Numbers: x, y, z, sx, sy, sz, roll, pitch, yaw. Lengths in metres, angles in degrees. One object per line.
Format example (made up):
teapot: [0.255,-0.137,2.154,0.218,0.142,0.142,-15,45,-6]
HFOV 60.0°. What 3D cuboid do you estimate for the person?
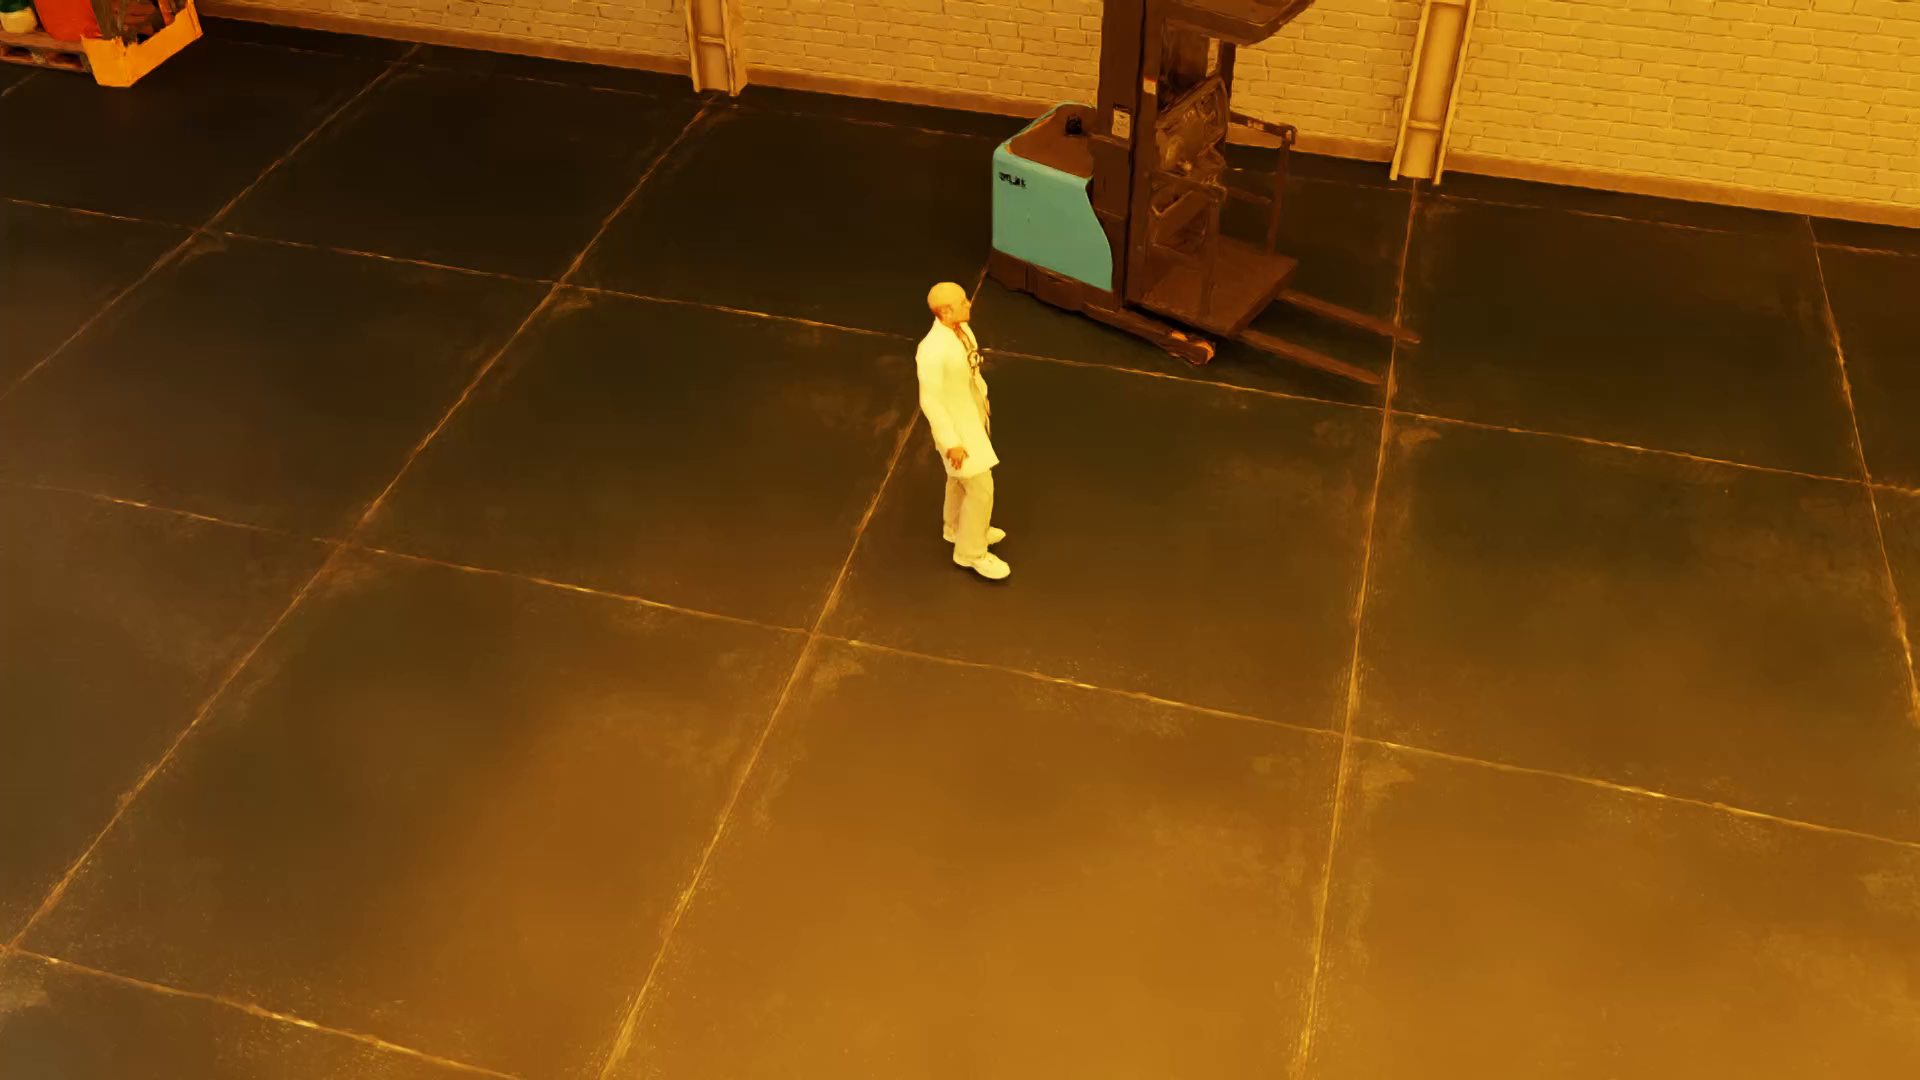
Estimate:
person: [0.082,-0.657,9.473,0.582,1.775,0.694,10,42,11]

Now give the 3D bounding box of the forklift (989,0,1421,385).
forklift: [1.711,-2.707,10.949,3.031,2.935,1.130,25,47,26]
